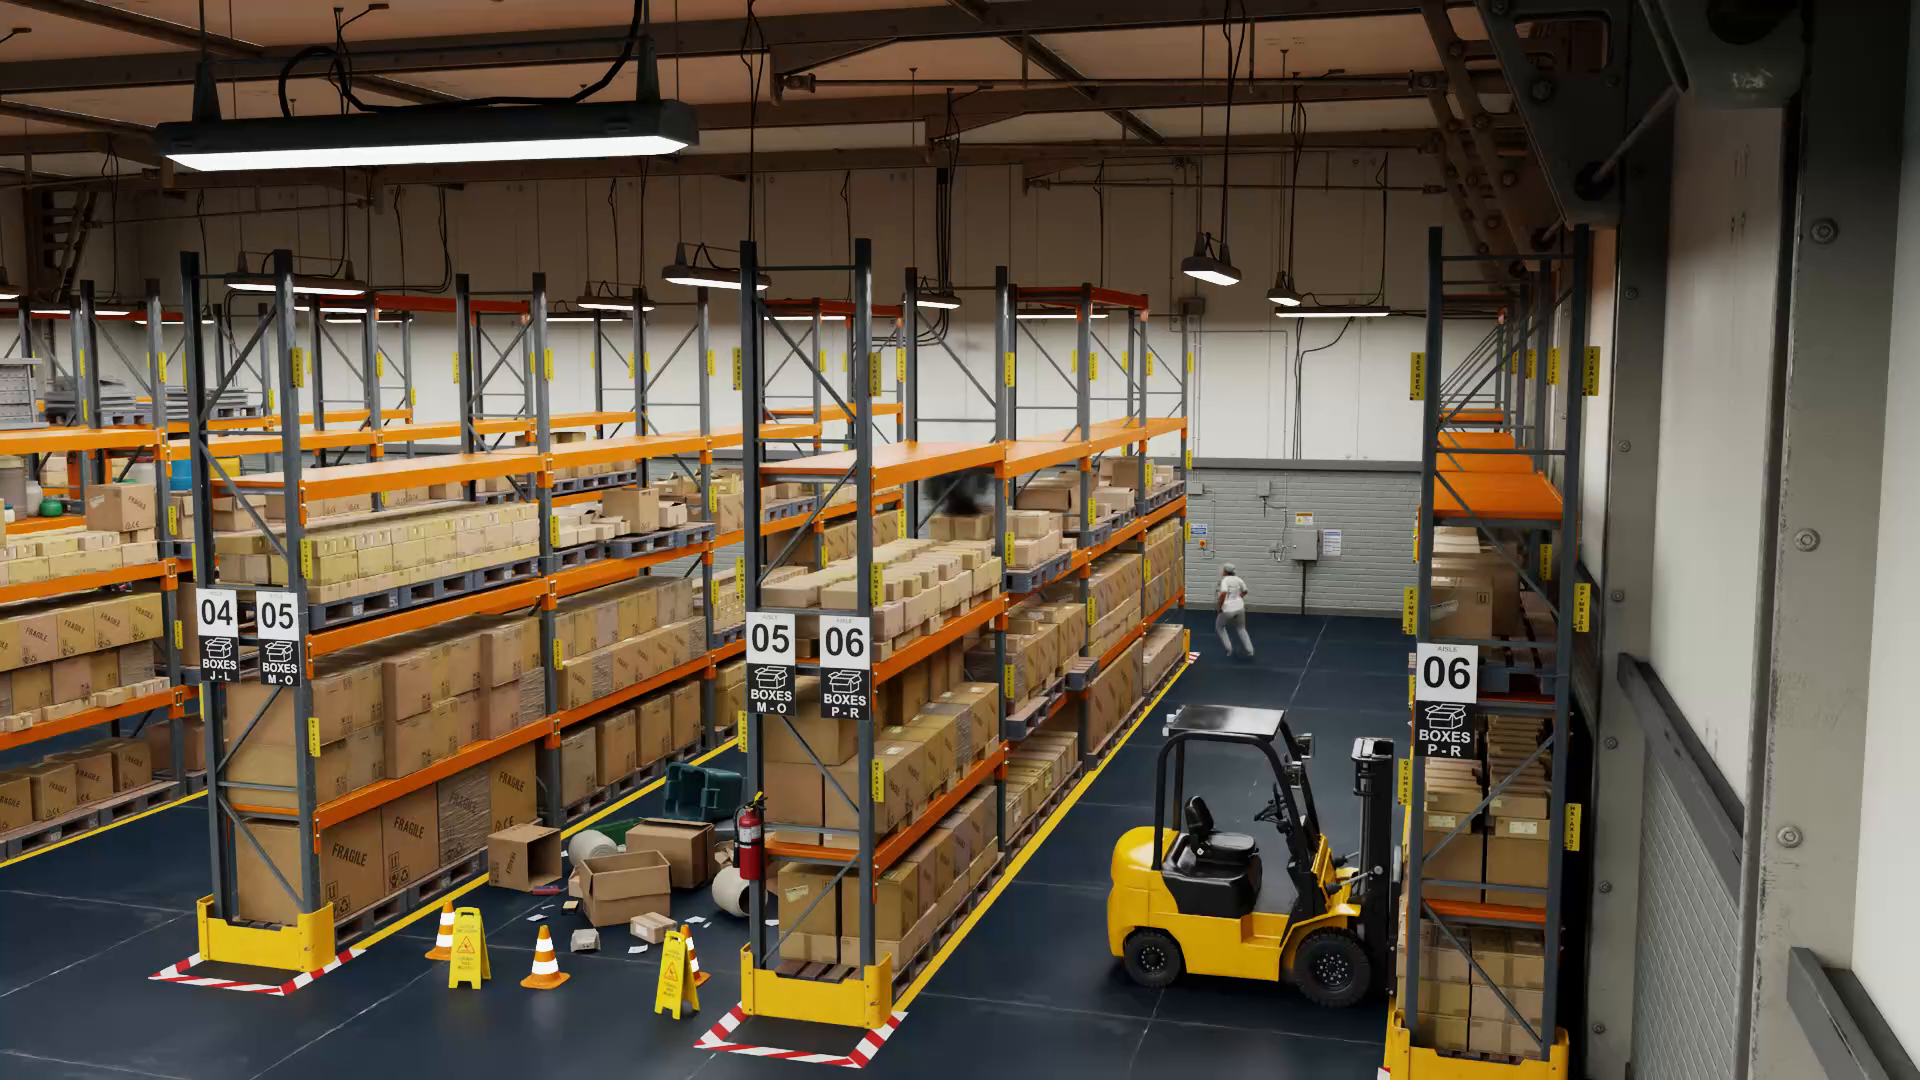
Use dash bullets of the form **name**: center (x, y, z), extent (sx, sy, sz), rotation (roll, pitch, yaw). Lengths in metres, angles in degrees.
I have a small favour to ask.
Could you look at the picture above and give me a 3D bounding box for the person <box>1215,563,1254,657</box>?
- **person**: center (4.589, 1.220, 28.180), extent (0.683, 1.678, 0.674), rotation (-3, 7, -25)
